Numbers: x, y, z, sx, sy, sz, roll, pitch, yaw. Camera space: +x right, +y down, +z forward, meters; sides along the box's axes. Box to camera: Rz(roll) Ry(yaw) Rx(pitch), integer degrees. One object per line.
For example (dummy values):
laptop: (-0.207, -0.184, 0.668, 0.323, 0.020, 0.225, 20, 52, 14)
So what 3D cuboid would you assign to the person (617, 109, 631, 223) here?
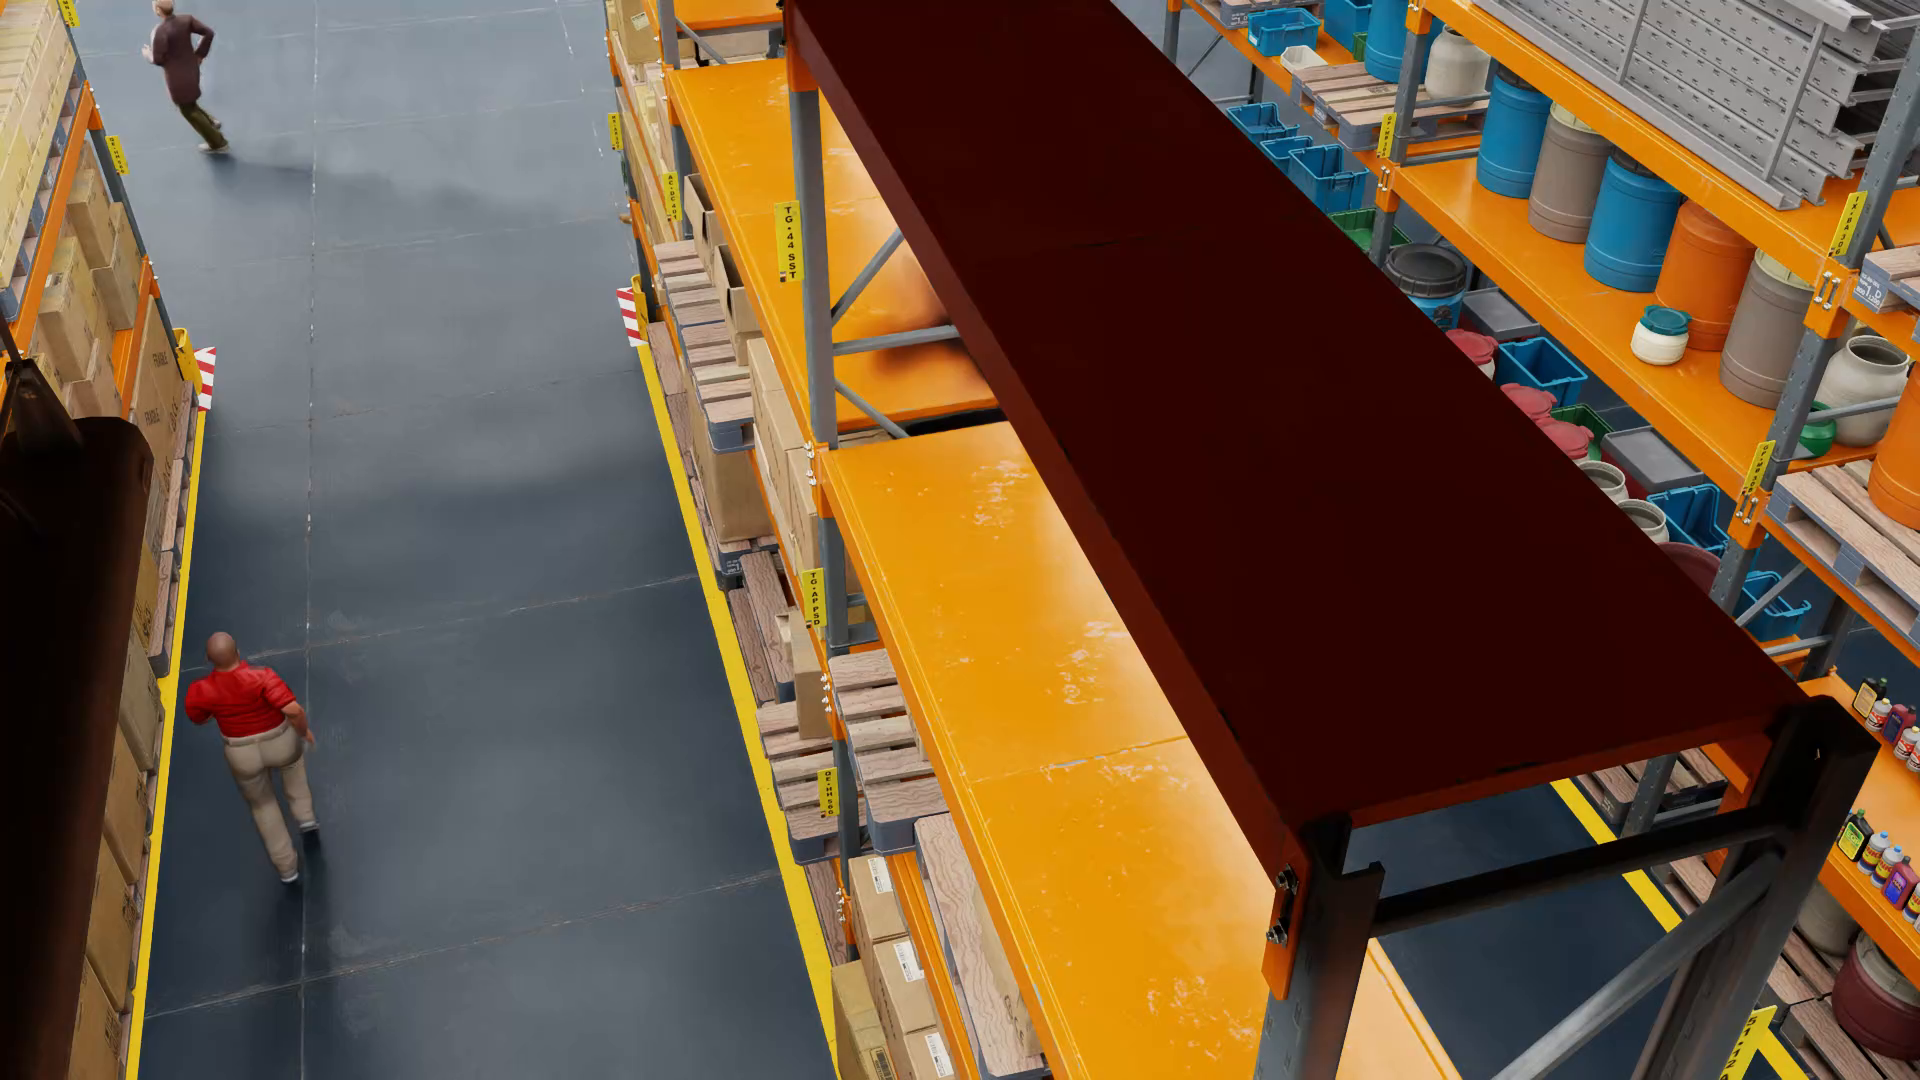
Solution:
person: (-3.093, -3.878, 16.292, 0.844, 1.795, 0.685, 16, 41, 19)

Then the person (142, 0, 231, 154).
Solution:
person: (-8.267, -4.940, 17.630, 0.707, 1.744, 0.682, 7, 39, 9)

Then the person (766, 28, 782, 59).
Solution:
person: (-2.024, -6.368, 19.551, 0.912, 1.654, 0.592, 4, 39, 5)

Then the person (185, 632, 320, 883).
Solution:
person: (-4.159, 1.235, 9.903, 0.627, 1.767, 0.826, -15, 41, -18)
